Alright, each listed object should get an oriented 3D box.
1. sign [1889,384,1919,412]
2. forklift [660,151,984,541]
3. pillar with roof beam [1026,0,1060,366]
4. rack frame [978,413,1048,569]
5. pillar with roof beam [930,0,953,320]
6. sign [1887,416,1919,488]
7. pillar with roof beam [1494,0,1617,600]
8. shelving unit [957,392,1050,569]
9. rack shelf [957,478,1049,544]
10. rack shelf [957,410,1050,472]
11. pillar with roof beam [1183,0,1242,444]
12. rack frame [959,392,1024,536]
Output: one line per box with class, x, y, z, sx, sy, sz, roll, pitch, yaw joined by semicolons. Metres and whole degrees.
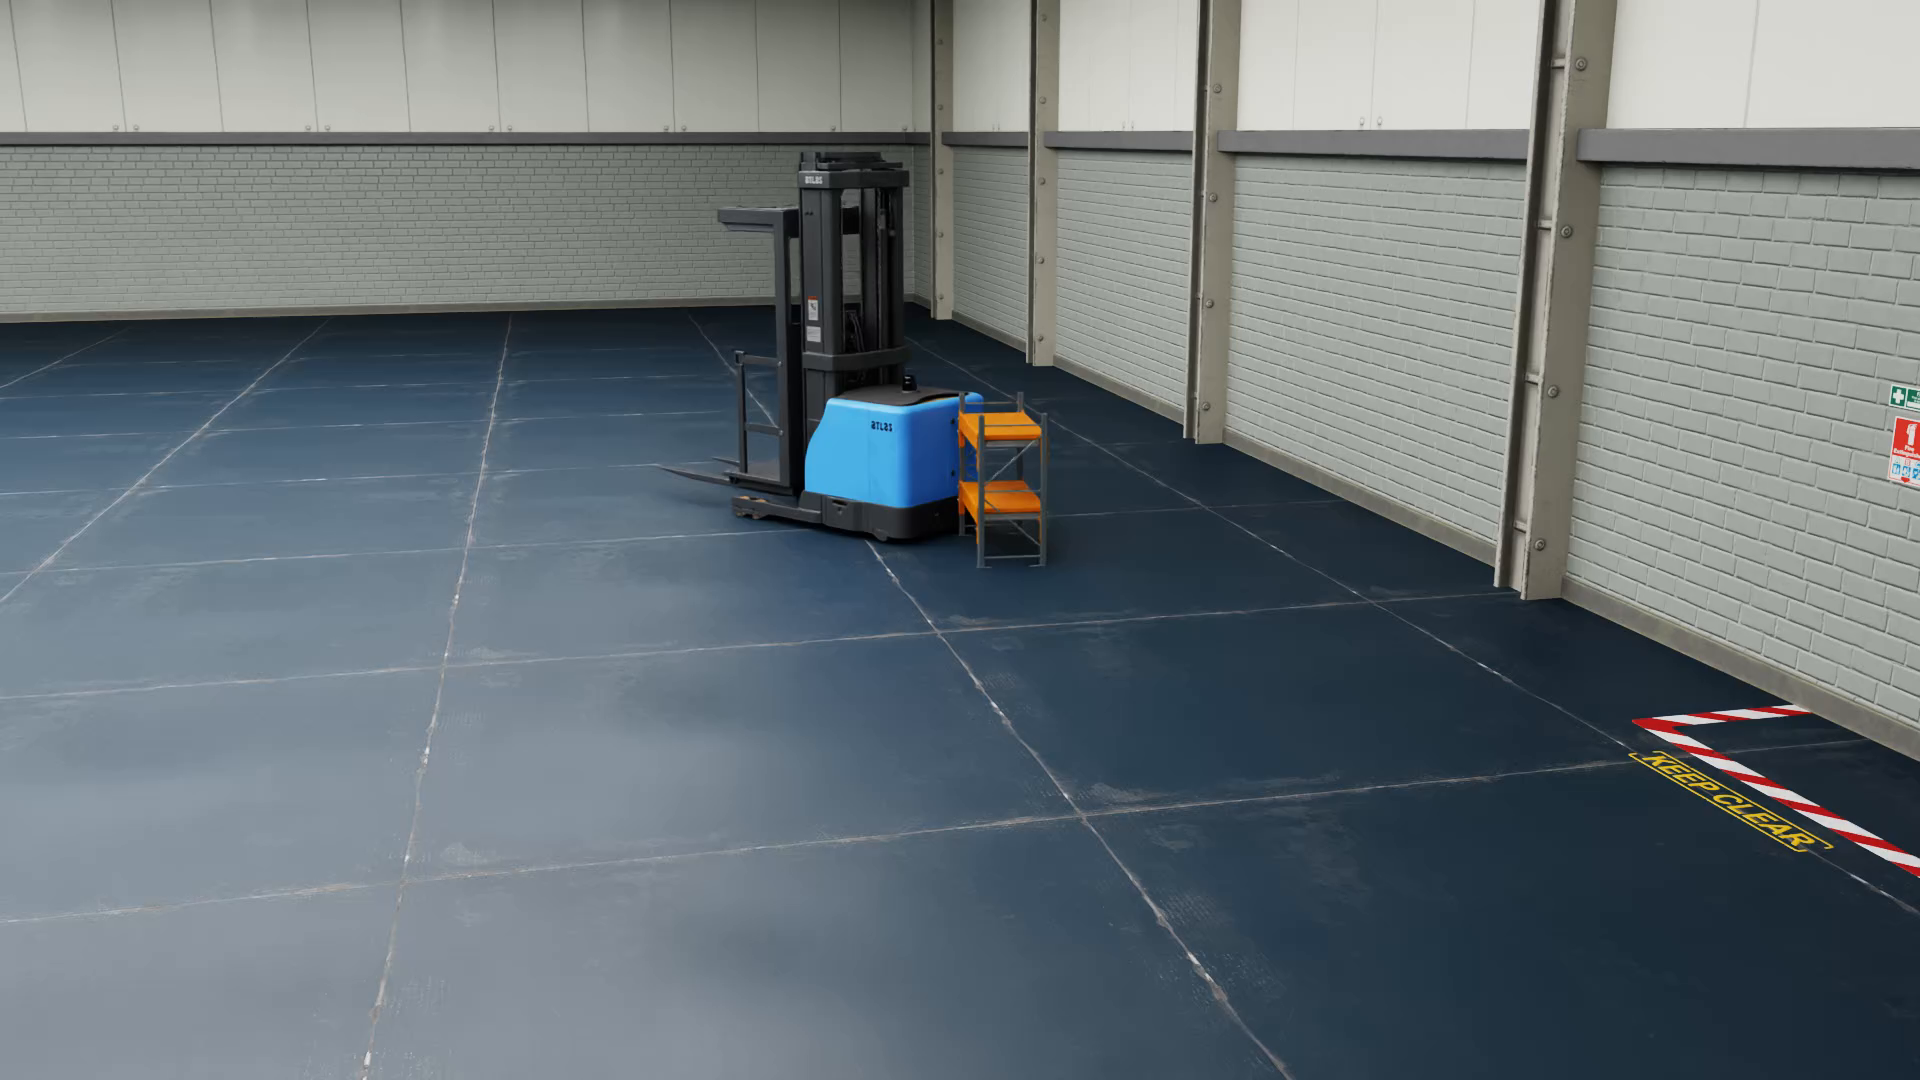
sign;4.756;-0.699;8.276;0.001;0.109;0.331;-3;14;-13
forklift;-1.257;-1.676;13.613;3.031;2.935;1.130;11;18;38
pillar with roof beam;-3.076;-6.547;20.764;9.100;9.000;0.400;-3;14;-13
rack frame;0.379;-0.347;11.976;0.500;1.125;0.032;-2;14;-8
pillar with roof beam;-4.485;-7.931;26.430;9.100;9.000;0.400;-3;14;-13
sign;4.763;-0.443;8.345;0.001;0.329;0.234;-3;14;-13
pillar with roof beam;-0.257;-3.779;9.433;9.100;9.000;0.400;-3;14;-13
shelving unit;0.311;-0.466;12.465;0.538;1.125;1.048;-2;14;-8
rack shelf;0.311;-0.229;12.523;0.538;0.278;1.000;-2;14;-8
rack shelf;0.311;-0.751;12.396;0.538;0.278;1.000;-2;14;-8
pillar with roof beam;-1.667;-5.163;15.099;9.100;9.000;0.400;-3;14;-13
rack frame;0.242;-0.586;12.955;0.500;1.125;0.032;-2;14;-8
